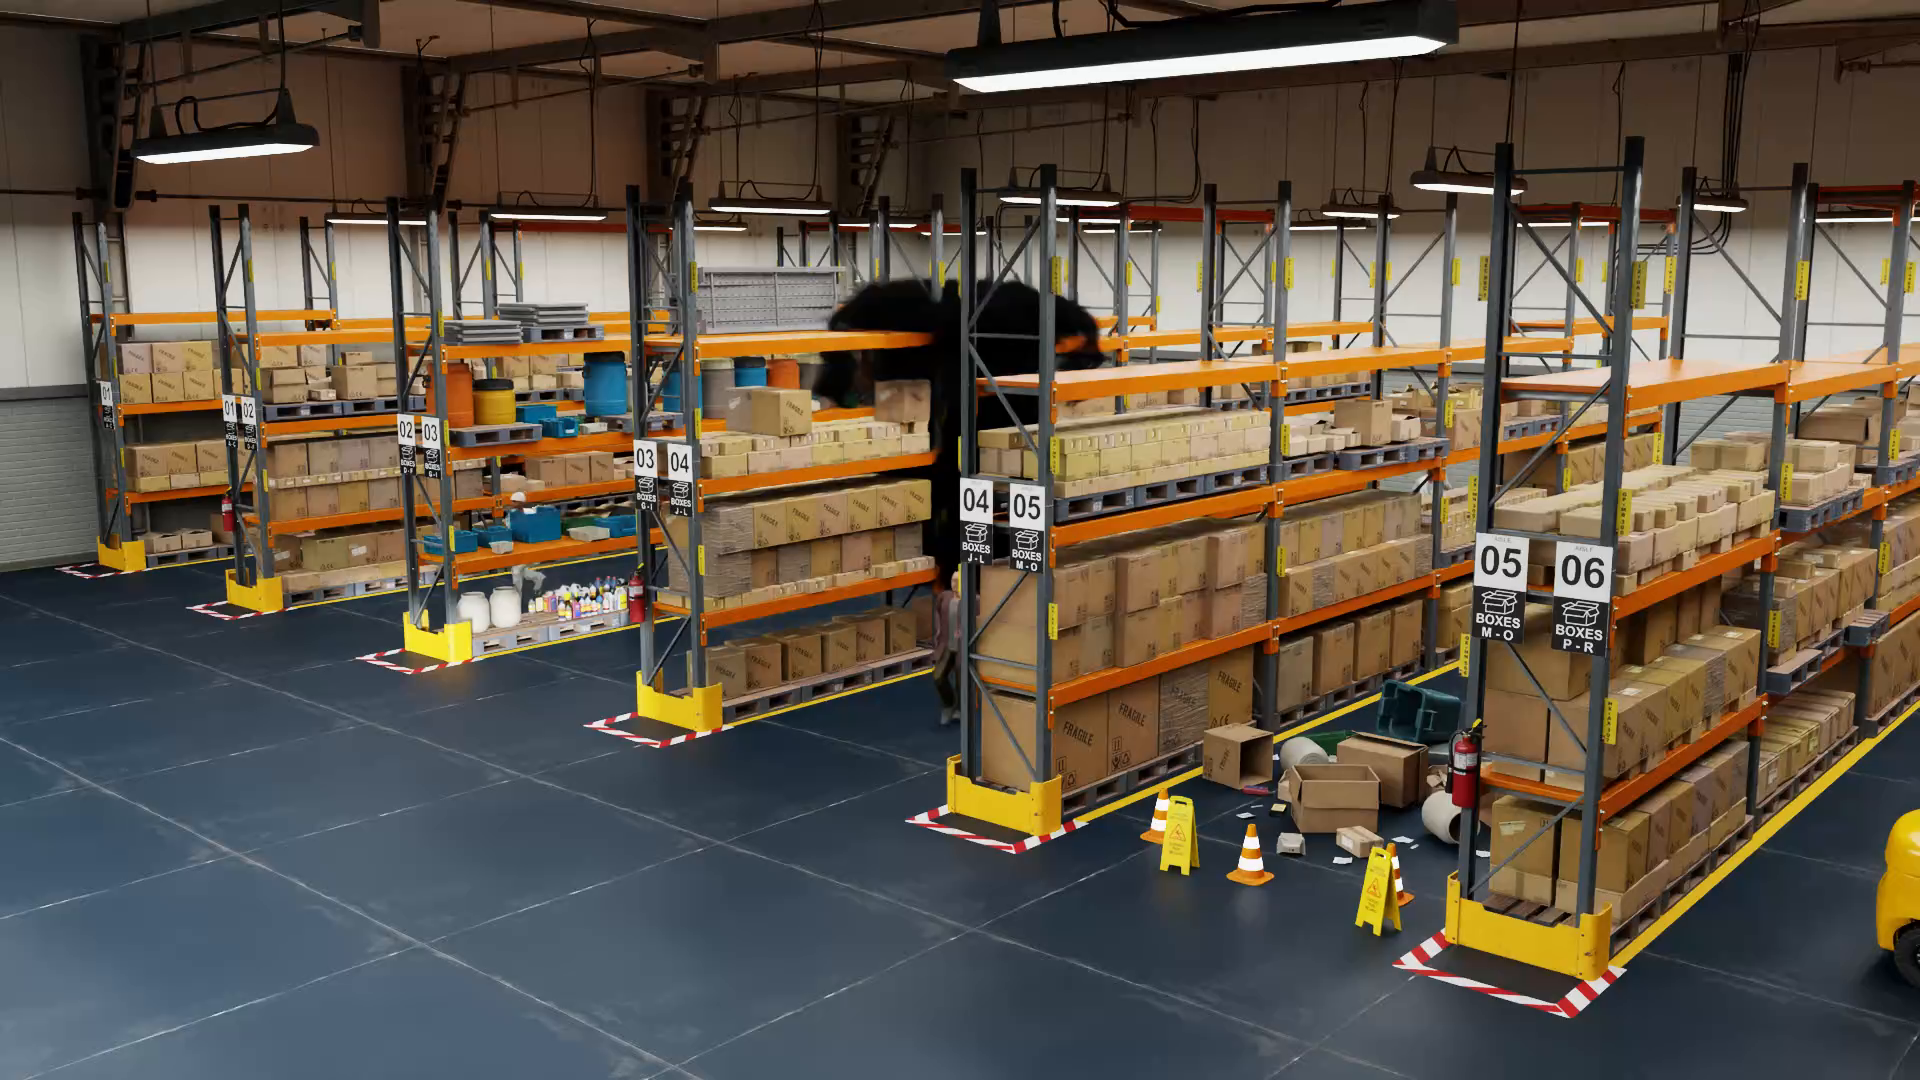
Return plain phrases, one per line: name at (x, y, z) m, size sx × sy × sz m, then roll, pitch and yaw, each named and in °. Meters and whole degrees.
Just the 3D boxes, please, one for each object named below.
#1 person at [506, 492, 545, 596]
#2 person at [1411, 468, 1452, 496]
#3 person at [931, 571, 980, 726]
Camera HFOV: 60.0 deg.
person at (-6.638, 0.124, 25.338) m, size 0.727 × 1.750 × 0.871 m, roll 5°, pitch 11°, yaw 28°
person at (8.122, -0.470, 28.713) m, size 0.708 × 1.789 × 0.852 m, roll 5°, pitch 11°, yaw 27°
person at (-0.055, 1.224, 18.647) m, size 0.679 × 1.784 × 0.750 m, roll 3°, pitch 10°, yaw 18°
